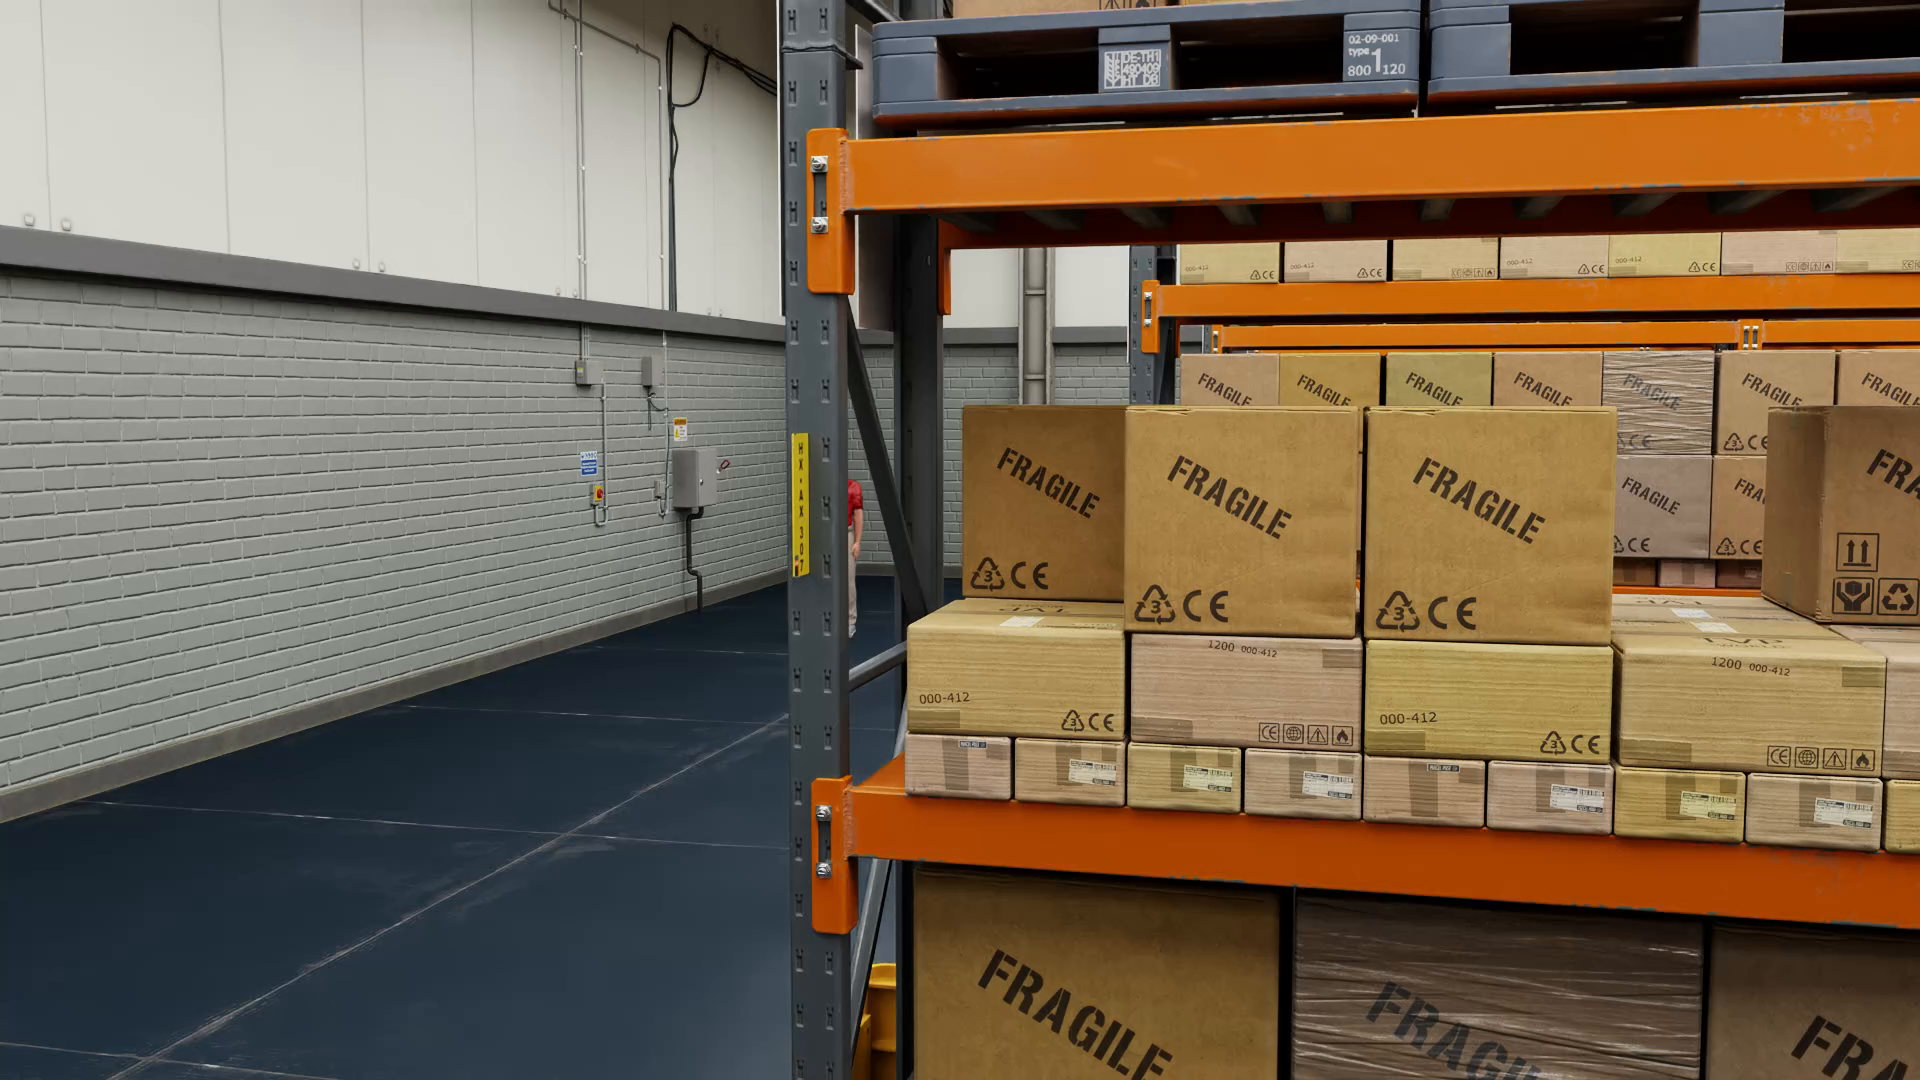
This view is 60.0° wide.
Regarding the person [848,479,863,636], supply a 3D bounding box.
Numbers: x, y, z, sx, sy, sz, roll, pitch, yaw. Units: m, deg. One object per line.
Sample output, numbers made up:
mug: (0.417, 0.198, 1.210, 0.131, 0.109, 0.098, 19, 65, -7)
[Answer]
person: (-1.181, 0.040, 15.695, 0.527, 1.723, 0.361, 1, 5, 15)
